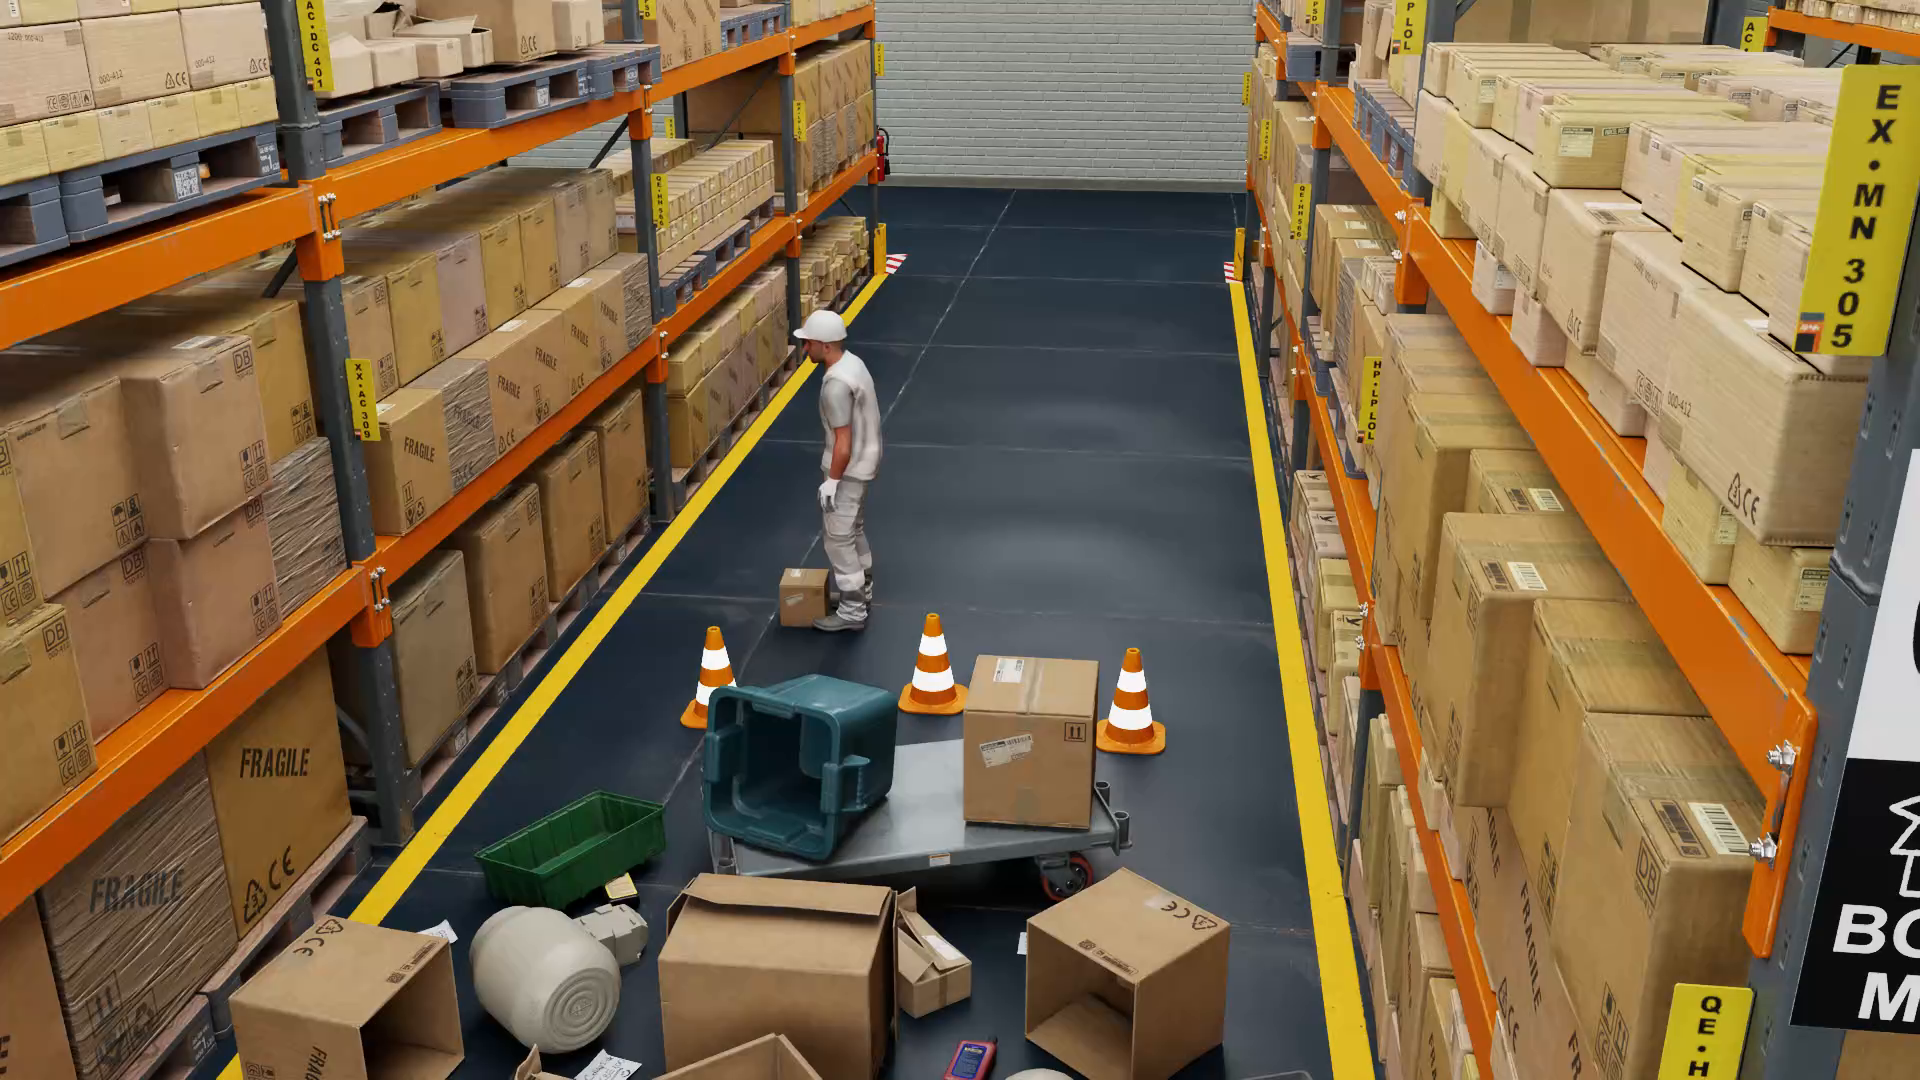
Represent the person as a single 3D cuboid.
[{"bbox_3d":[-0.650,-0.377,9.045,0.454,1.779,0.620,2,21,5],"label":"person"}]
